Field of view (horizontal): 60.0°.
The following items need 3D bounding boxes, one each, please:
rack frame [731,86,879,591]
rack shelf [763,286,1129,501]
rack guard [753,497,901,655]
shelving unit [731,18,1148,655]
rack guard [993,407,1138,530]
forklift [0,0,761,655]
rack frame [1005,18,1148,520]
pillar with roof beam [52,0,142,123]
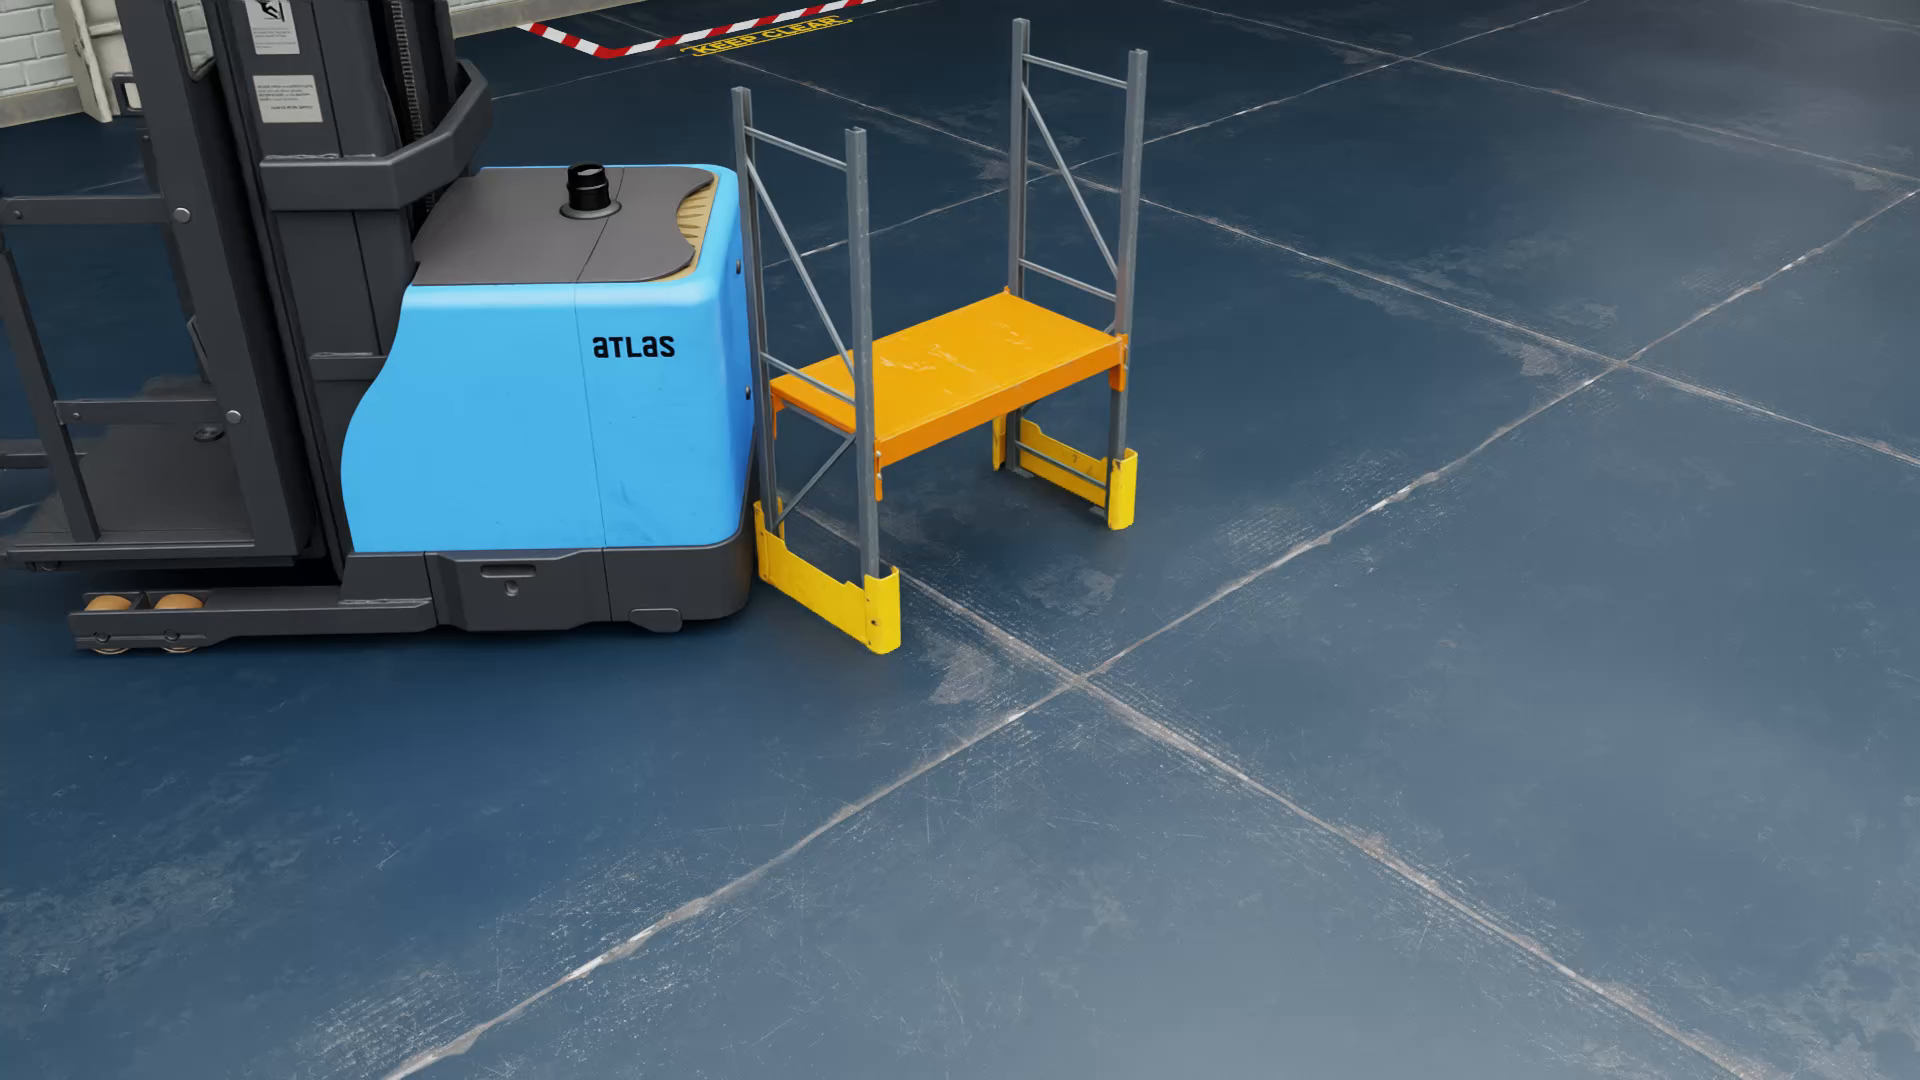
[{"bbox_3d":[-0.406,-0.430,4.515,0.032,1.500,0.500,-26,40,-36],"label":"rack frame"},{"bbox_3d":[-0.036,-0.458,4.906,1.000,0.185,0.538,-26,40,-36],"label":"rack shelf"},{"bbox_3d":[-0.392,0.097,4.853,0.087,0.250,0.587,-26,40,-36],"label":"rack guard"},{"bbox_3d":[-0.029,-0.615,4.817,1.083,1.500,0.587,-26,40,-36],"label":"shelving unit"},{"bbox_3d":[0.334,-0.259,5.434,0.087,0.250,0.587,-26,40,-36],"label":"rack guard"},{"bbox_3d":[-2.146,-1.208,4.415,3.031,2.935,1.130,-1,31,-2],"label":"forklift"},{"bbox_3d":[0.335,-0.793,5.109,0.032,1.500,0.500,-26,40,-36],"label":"rack frame"},{"bbox_3d":[-1.624,-4.555,4.073,0.400,9.000,9.100,-26,40,-35],"label":"pillar with roof beam"}]
